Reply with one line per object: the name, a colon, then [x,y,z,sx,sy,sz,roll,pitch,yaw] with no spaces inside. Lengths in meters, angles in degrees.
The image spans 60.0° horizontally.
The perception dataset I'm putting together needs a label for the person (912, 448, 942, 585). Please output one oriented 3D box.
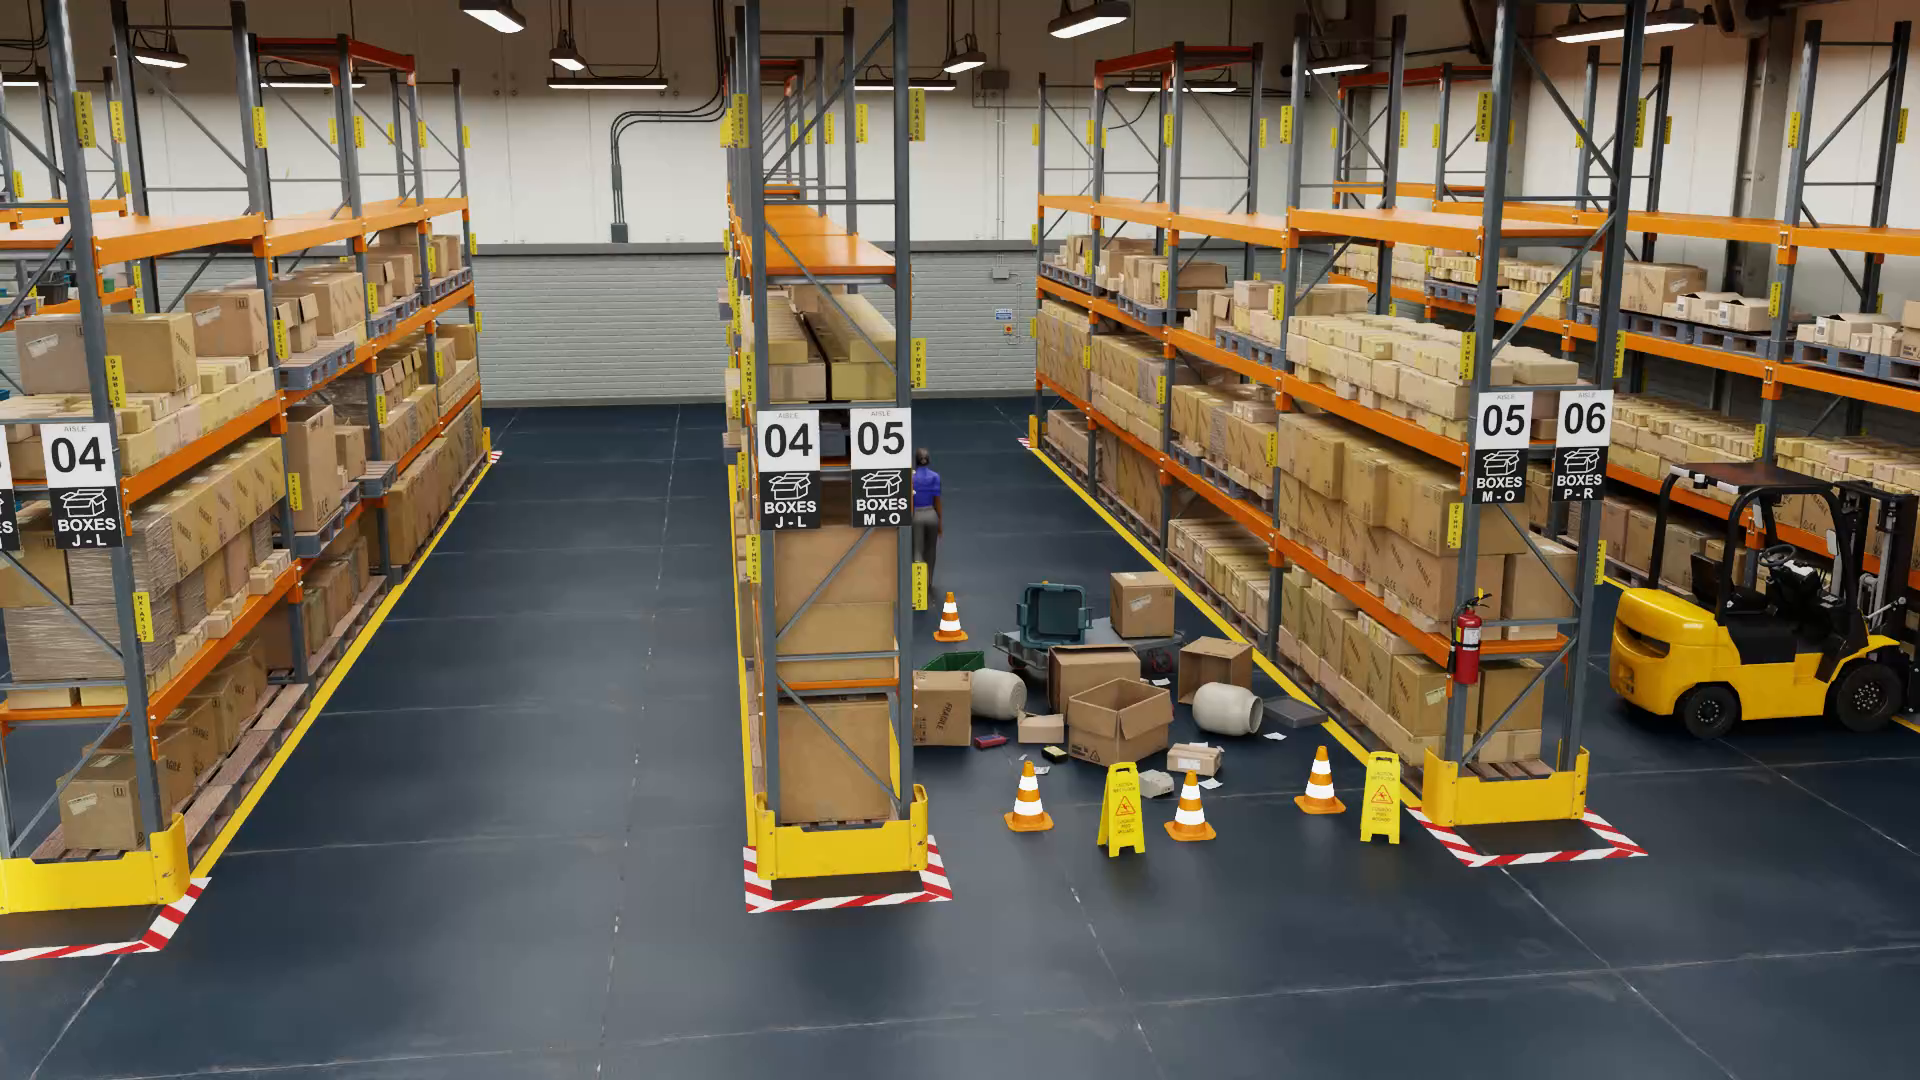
person: [-0.426,-0.206,18.451,0.448,1.599,1.056,-2,13,-8]
